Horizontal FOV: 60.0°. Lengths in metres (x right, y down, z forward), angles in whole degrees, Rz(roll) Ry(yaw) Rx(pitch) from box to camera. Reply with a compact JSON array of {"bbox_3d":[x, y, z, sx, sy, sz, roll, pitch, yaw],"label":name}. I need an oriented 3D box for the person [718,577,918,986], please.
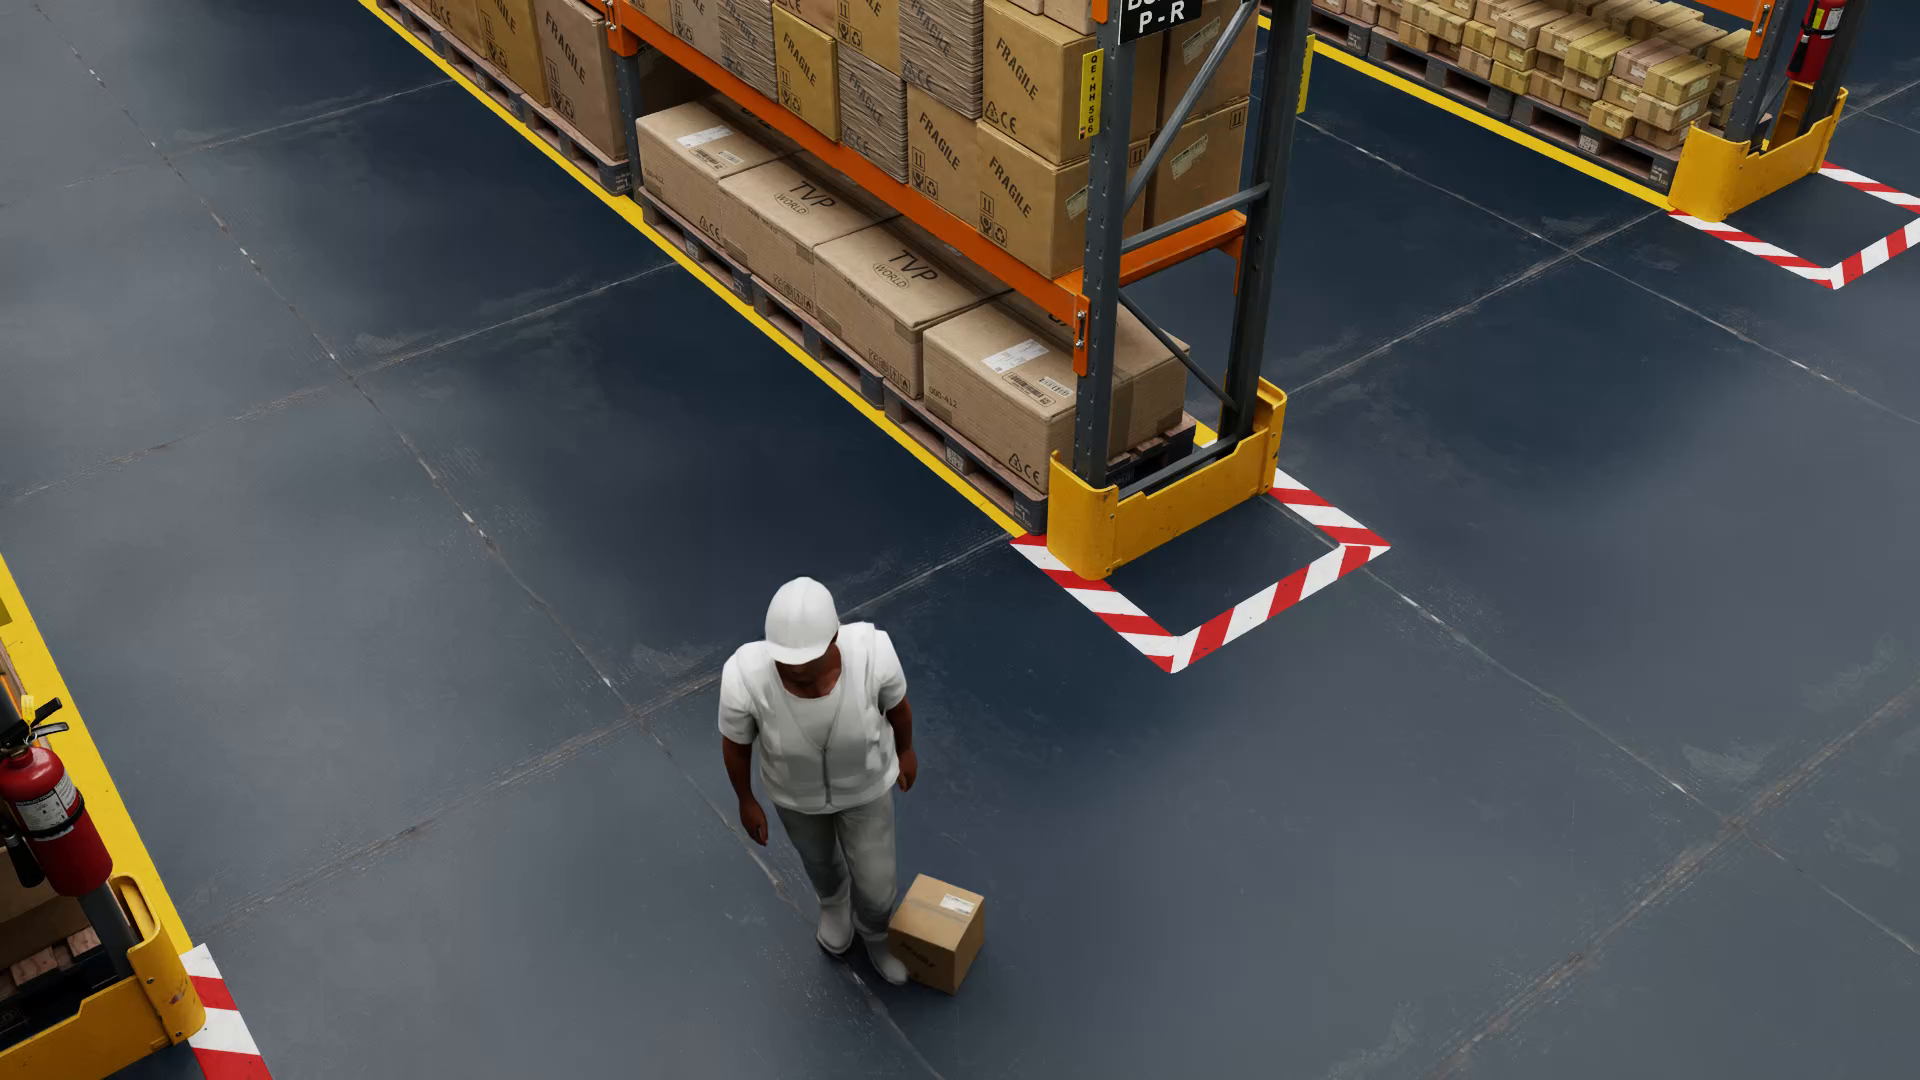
[{"bbox_3d":[-0.429,0.746,5.231,0.601,1.756,0.541,-2,40,-3],"label":"person"}]
